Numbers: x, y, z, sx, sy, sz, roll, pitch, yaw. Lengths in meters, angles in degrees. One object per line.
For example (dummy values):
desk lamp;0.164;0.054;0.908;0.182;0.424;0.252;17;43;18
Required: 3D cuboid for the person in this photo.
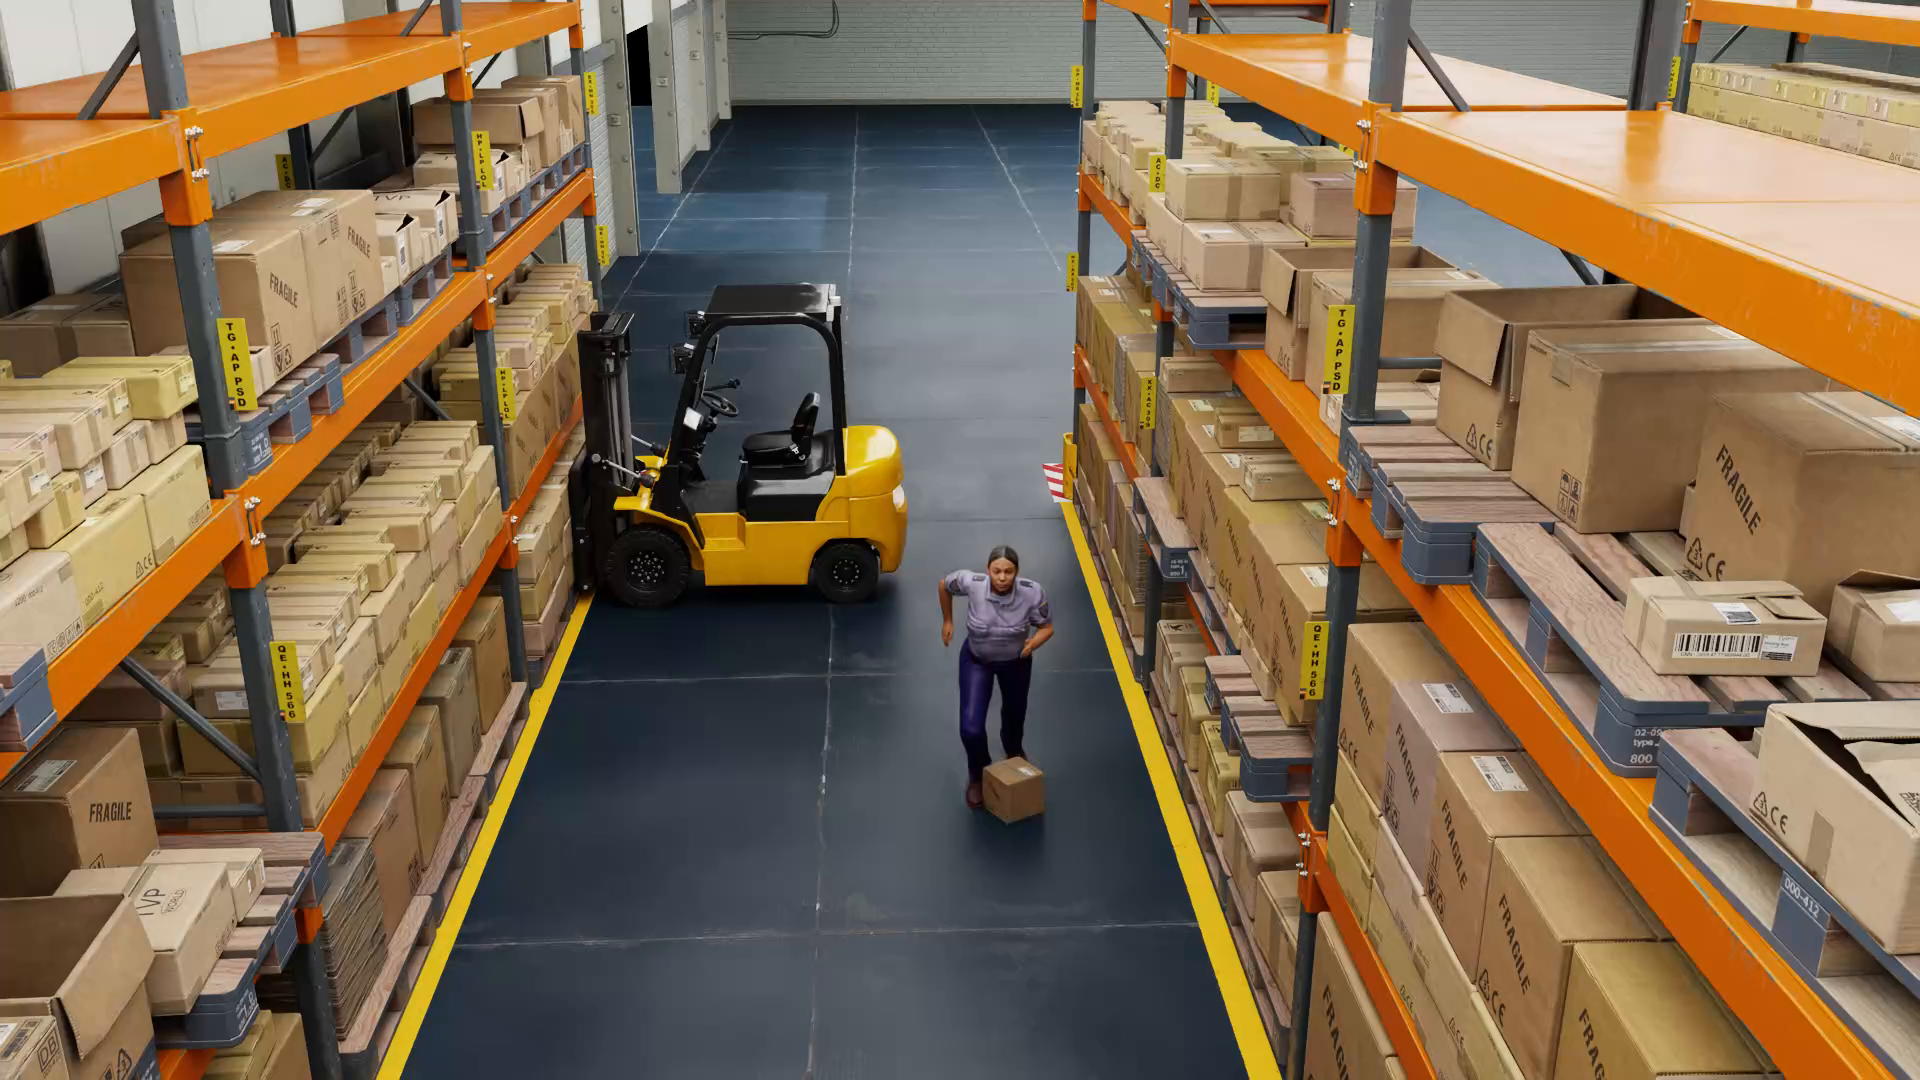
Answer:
person;0.201;0.699;9.311;0.599;1.561;0.914;-3;21;-7
